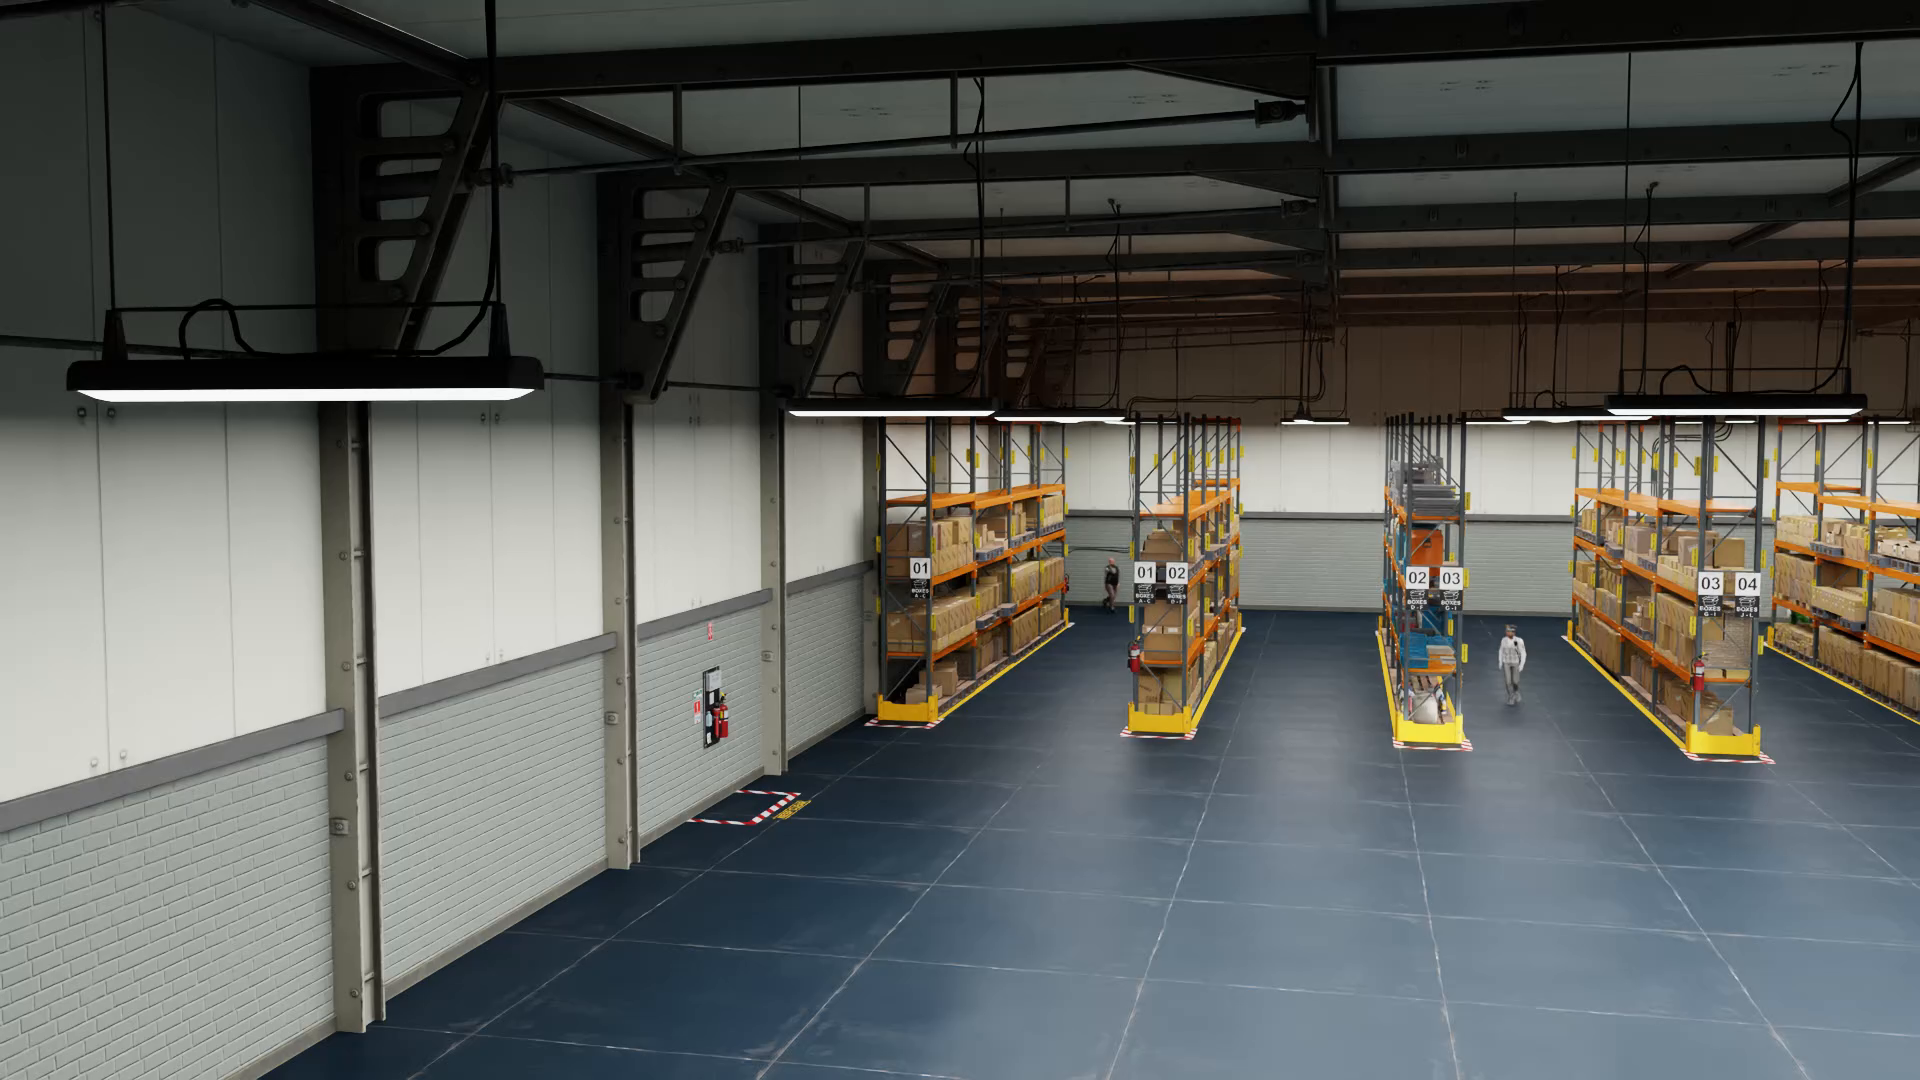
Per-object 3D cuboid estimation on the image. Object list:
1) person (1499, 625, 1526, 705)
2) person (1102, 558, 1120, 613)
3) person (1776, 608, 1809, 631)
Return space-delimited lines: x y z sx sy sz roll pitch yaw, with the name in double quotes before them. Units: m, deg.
"person" 11.463 2.570 34.507 0.548 1.656 0.498 2 4 28
"person" 4.682 1.389 51.515 0.528 1.694 0.818 -3 5 -37
"person" 22.554 1.839 44.912 0.997 1.679 0.528 2 5 32
